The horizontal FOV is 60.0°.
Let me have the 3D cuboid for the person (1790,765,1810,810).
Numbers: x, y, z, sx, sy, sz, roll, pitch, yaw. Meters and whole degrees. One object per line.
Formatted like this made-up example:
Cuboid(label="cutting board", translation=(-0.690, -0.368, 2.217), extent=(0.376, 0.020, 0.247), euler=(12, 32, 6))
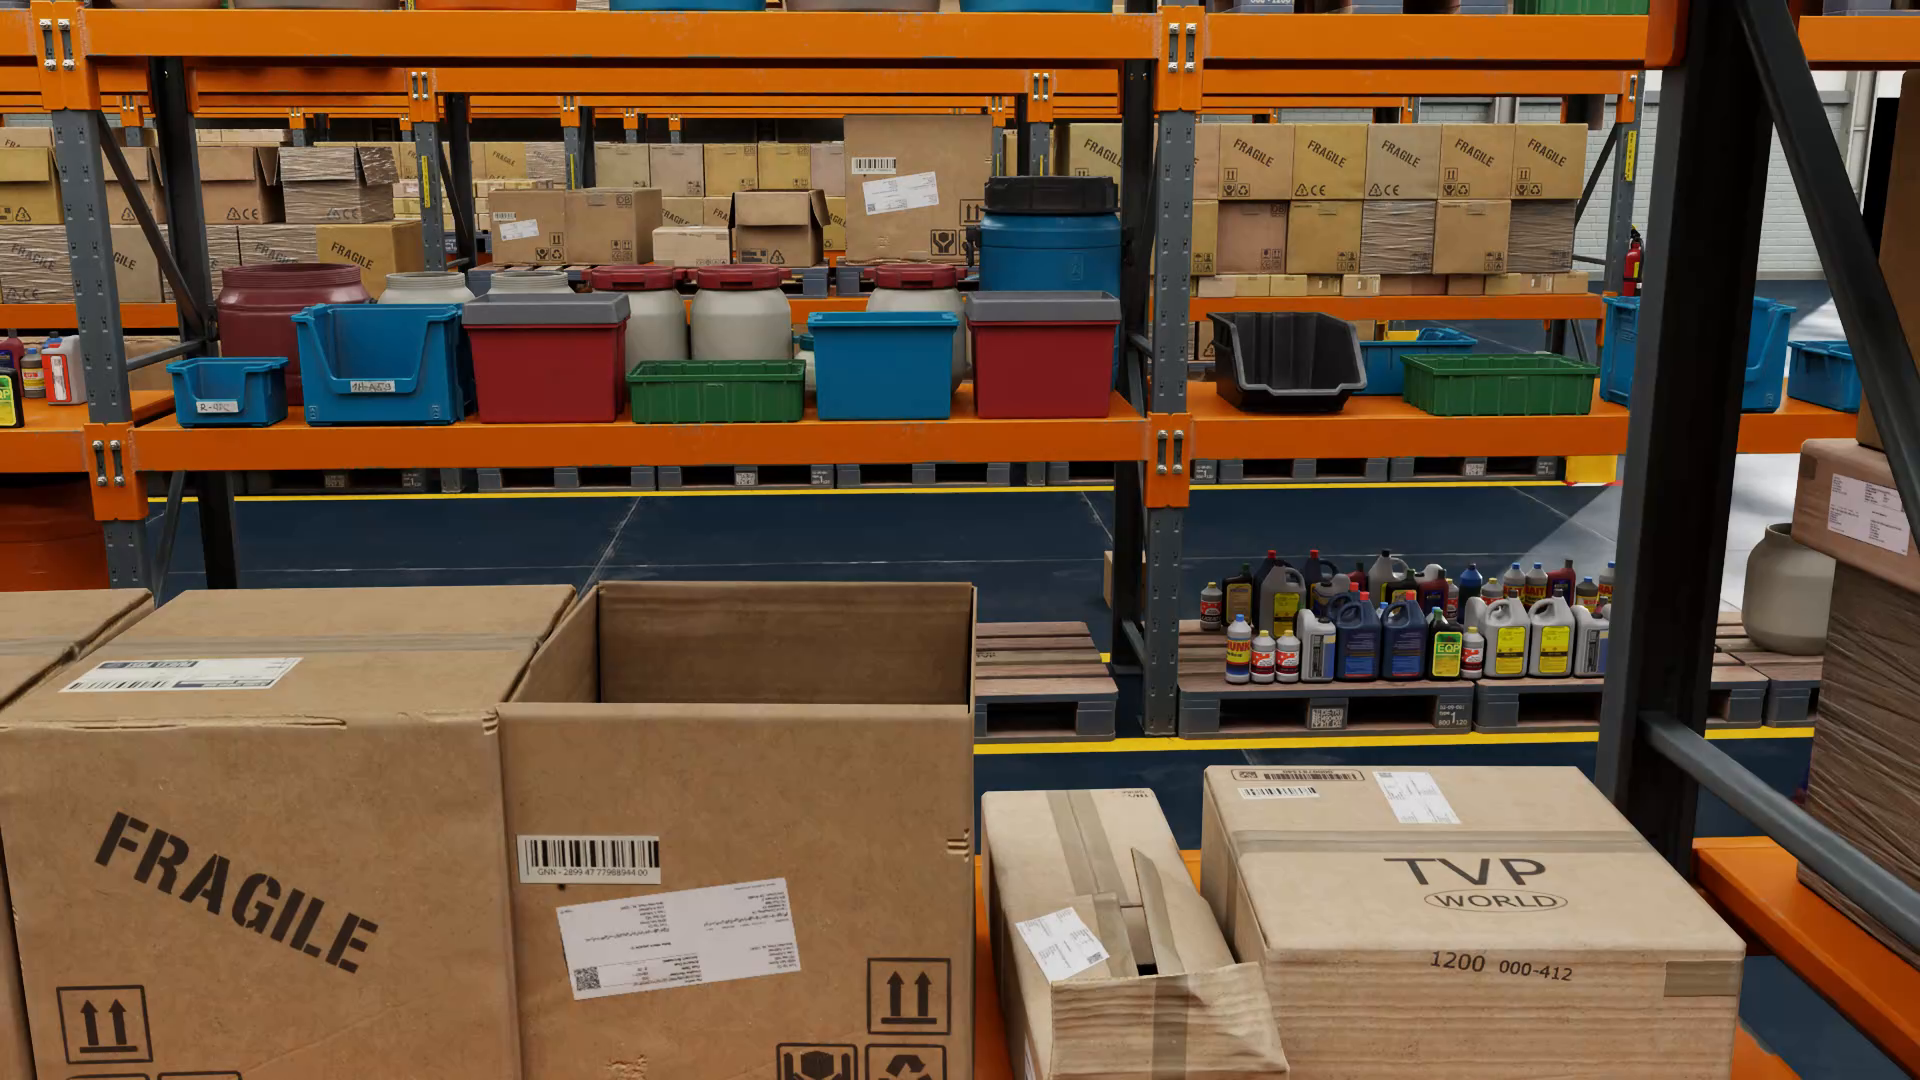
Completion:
Cuboid(label="person", translation=(3.390, 0.239, 5.560), extent=(0.975, 1.593, 0.506), euler=(-1, 14, -3))
